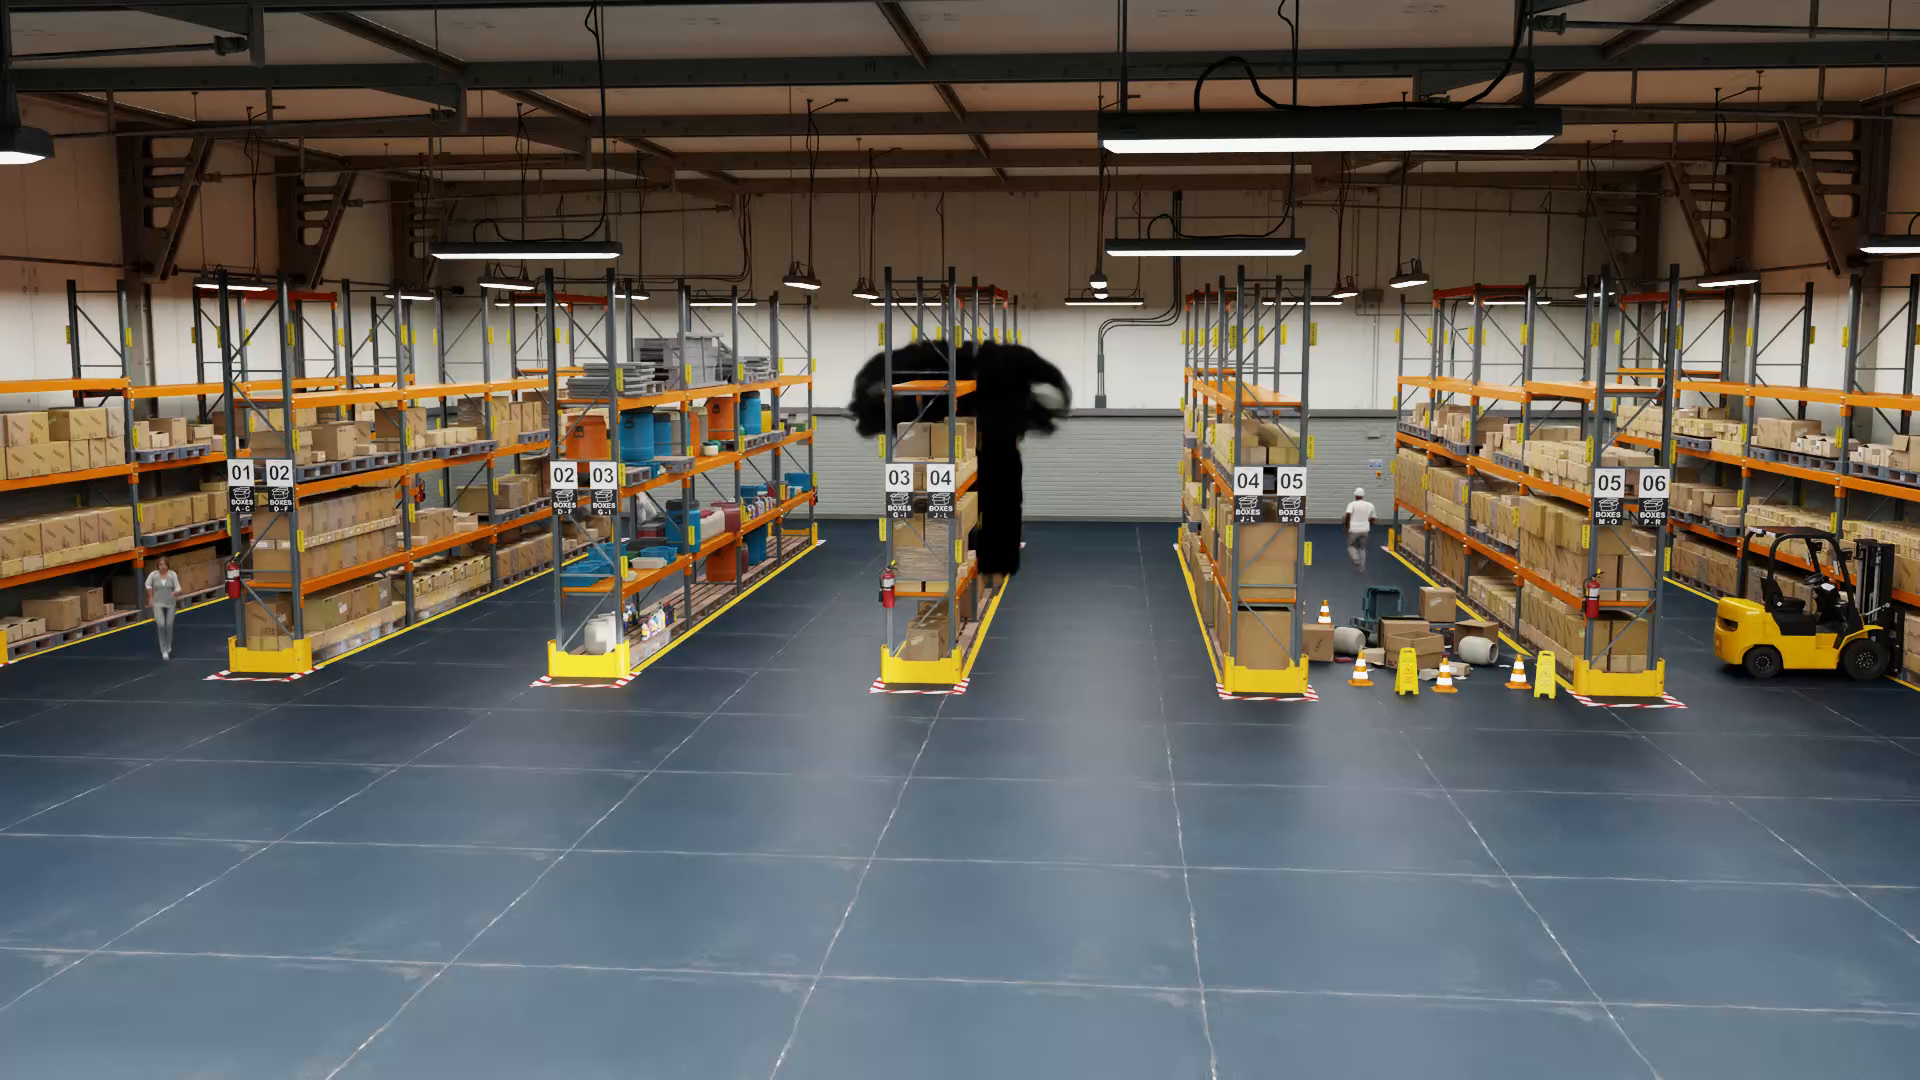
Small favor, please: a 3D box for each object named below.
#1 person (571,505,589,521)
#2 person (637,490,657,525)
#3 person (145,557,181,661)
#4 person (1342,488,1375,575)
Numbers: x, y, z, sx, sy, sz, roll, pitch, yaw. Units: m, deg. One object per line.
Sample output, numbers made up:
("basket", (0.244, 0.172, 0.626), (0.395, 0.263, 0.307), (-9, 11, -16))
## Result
("person", (-9.633, -0.924, 42.074), (0.755, 1.719, 0.545), (1, 7, 8))
("person", (-7.873, -0.906, 41.482), (0.547, 1.740, 0.711), (4, 8, 29))
("person", (-12.473, 1.077, 26.087), (0.474, 1.603, 0.835), (-5, 8, -33))
("person", (7.977, -0.188, 33.390), (0.688, 1.723, 0.640), (-1, 7, -7))
